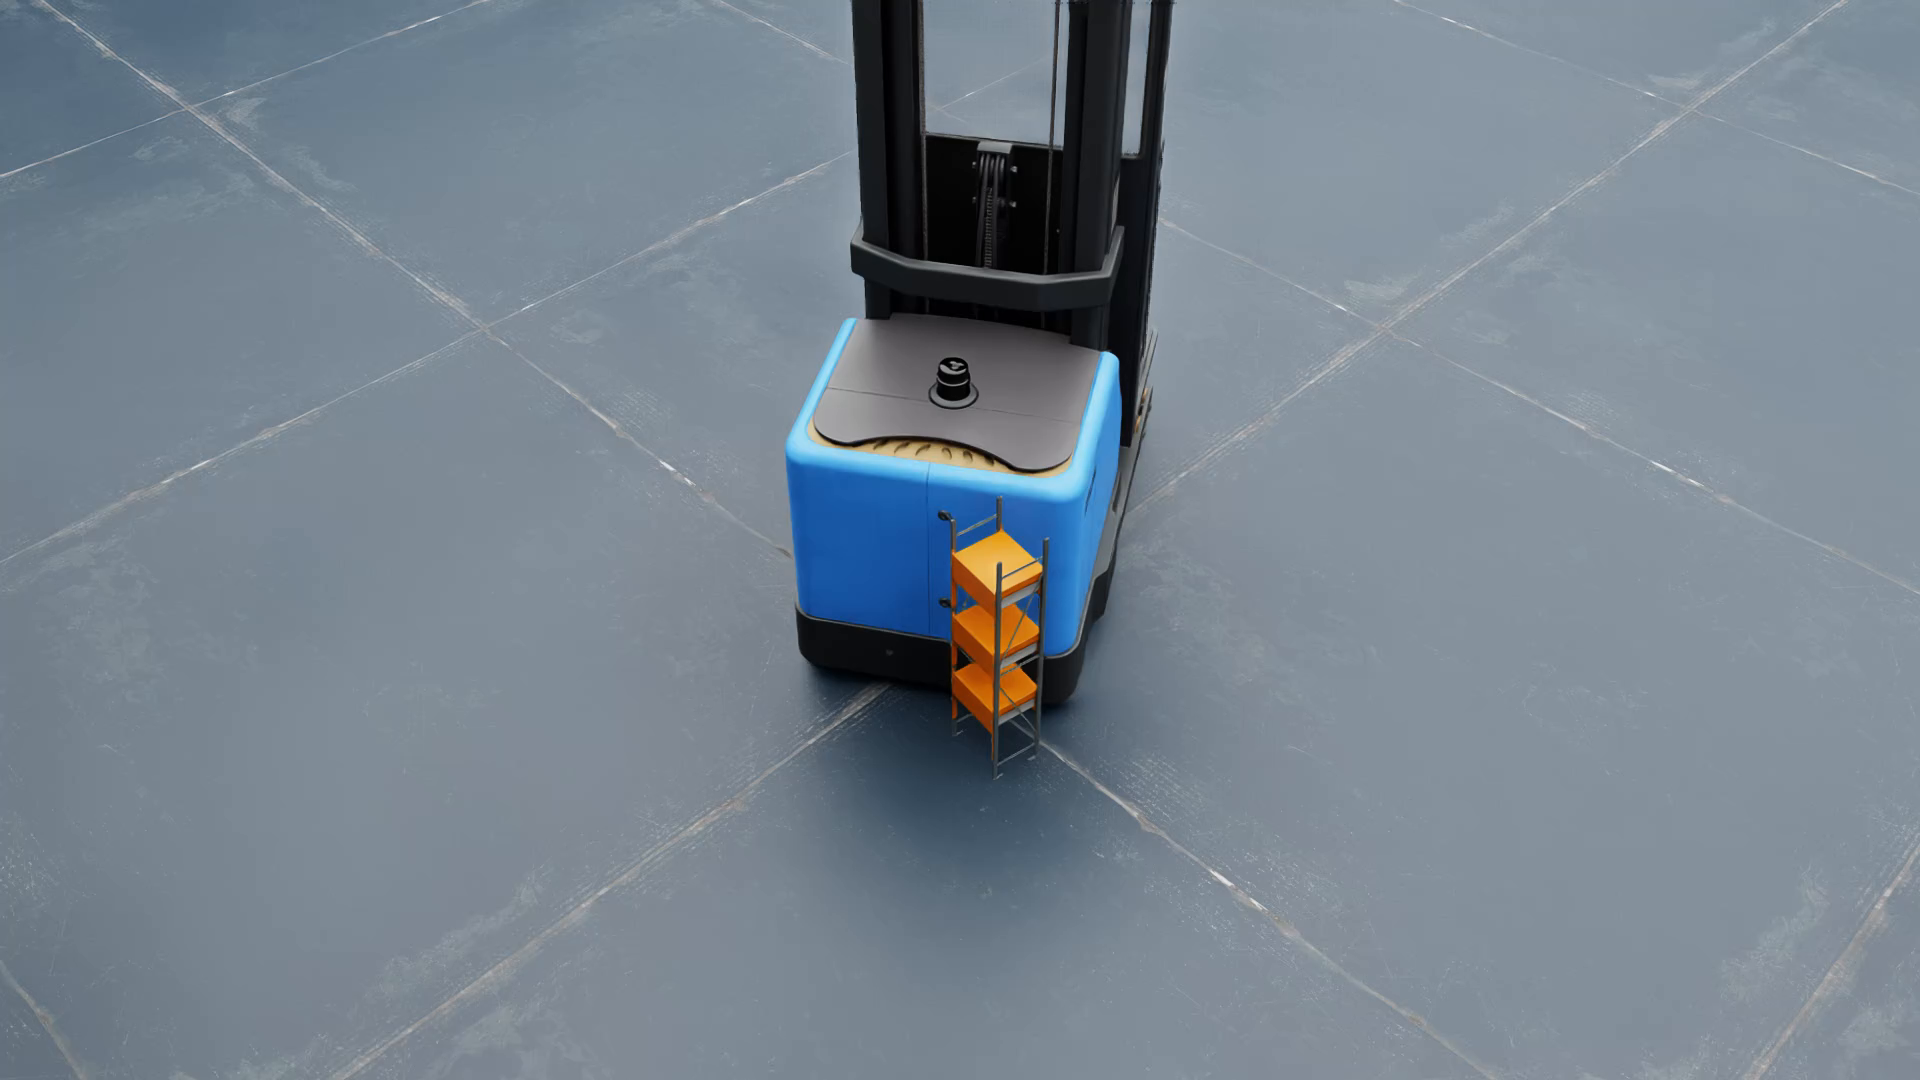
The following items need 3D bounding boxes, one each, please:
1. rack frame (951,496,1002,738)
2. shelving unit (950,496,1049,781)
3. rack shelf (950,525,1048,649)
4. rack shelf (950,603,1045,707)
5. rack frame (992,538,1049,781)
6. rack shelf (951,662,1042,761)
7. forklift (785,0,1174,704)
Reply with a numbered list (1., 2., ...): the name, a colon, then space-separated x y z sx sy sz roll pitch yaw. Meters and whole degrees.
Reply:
1. rack frame: 0.053 0.285 5.668 0.200 1.050 0.008 -26 49 -25
2. shelving unit: 0.125 0.352 5.595 0.215 1.050 0.252 -26 49 -25
3. rack shelf: 0.125 0.151 5.410 0.215 0.259 0.240 -26 49 -25
4. rack shelf: 0.125 0.360 5.603 0.215 0.259 0.240 -26 49 -25
5. rack frame: 0.196 0.419 5.523 0.200 1.050 0.008 -26 49 -25
6. rack shelf: 0.125 0.564 5.791 0.215 0.259 0.240 -26 49 -25
7. forklift: 0.227 -1.499 6.213 1.130 2.935 3.031 9 43 9
